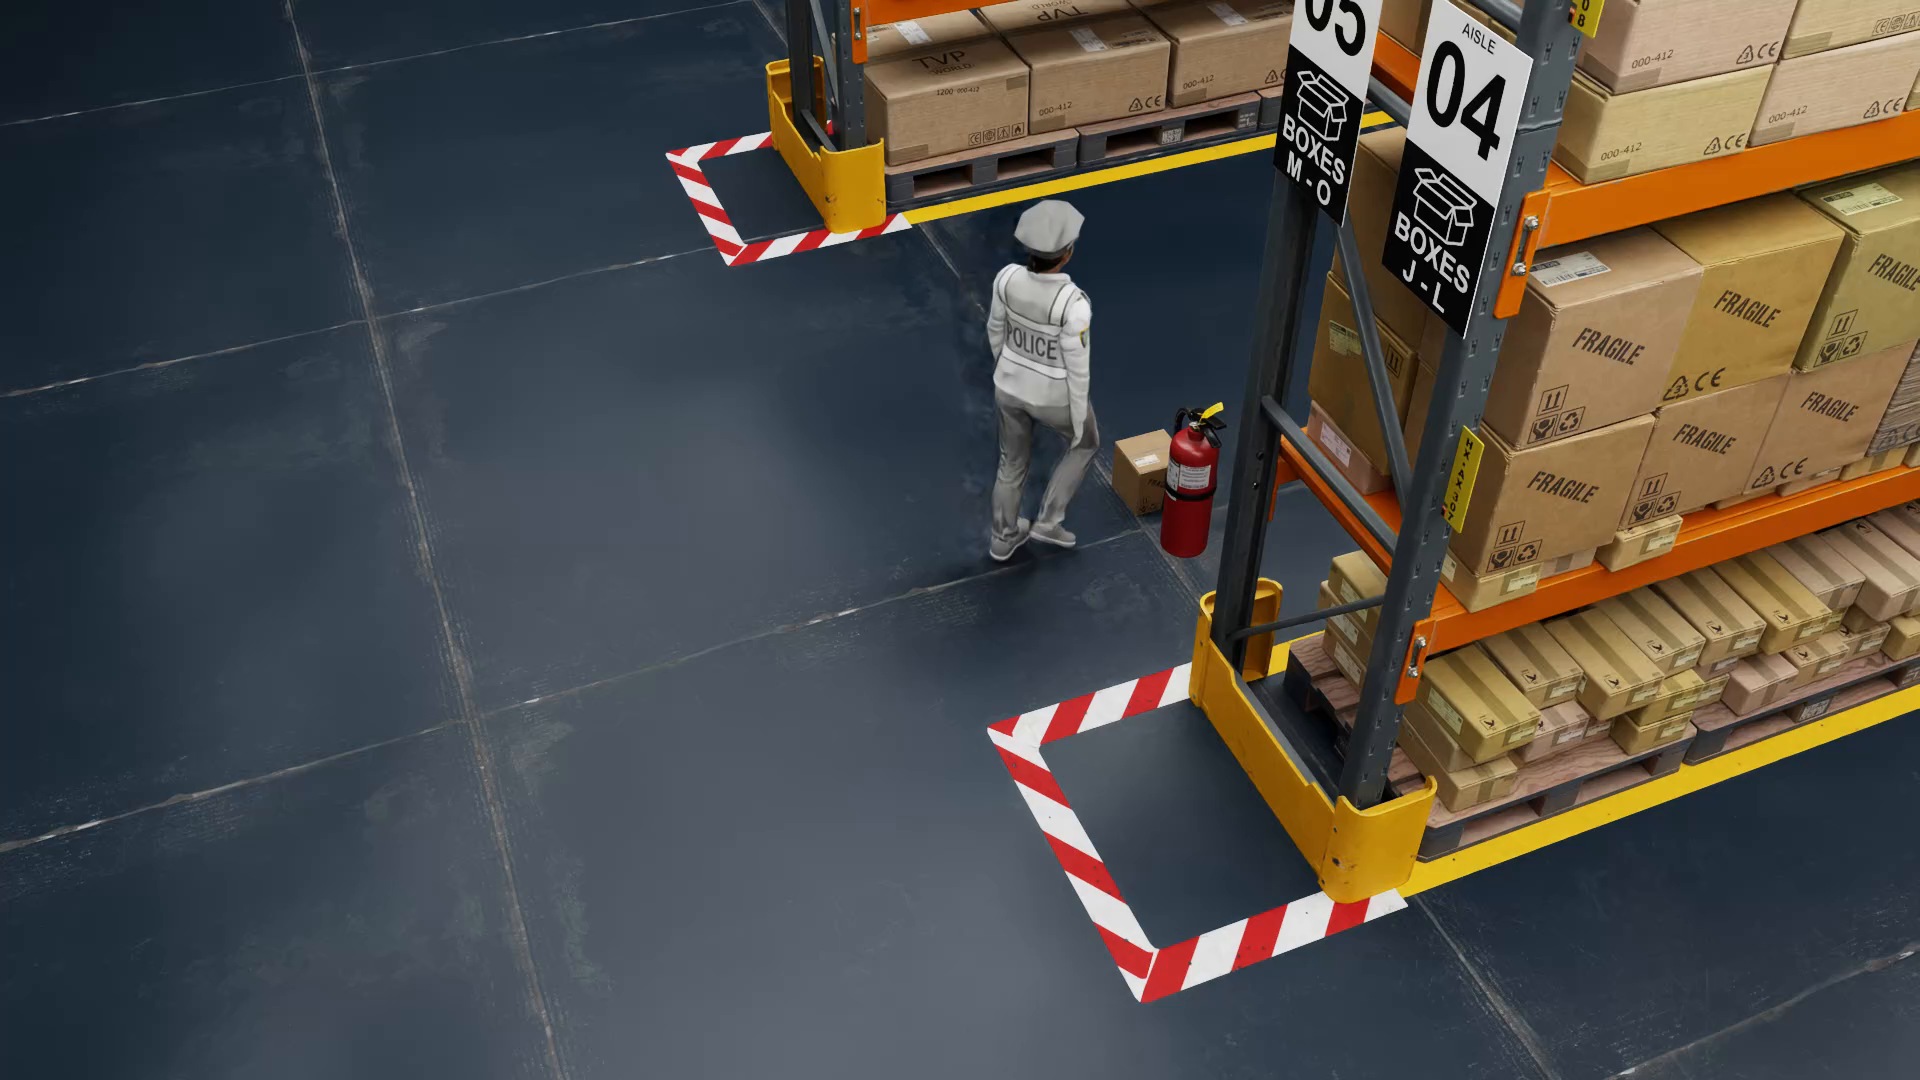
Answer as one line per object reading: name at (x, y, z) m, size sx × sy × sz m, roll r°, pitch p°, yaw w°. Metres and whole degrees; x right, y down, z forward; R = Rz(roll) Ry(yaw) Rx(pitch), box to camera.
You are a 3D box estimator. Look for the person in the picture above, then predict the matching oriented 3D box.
person at (0.331, -0.622, 6.807) m, size 0.515 × 1.675 × 0.442 m, roll 22°, pitch 46°, yaw 23°
